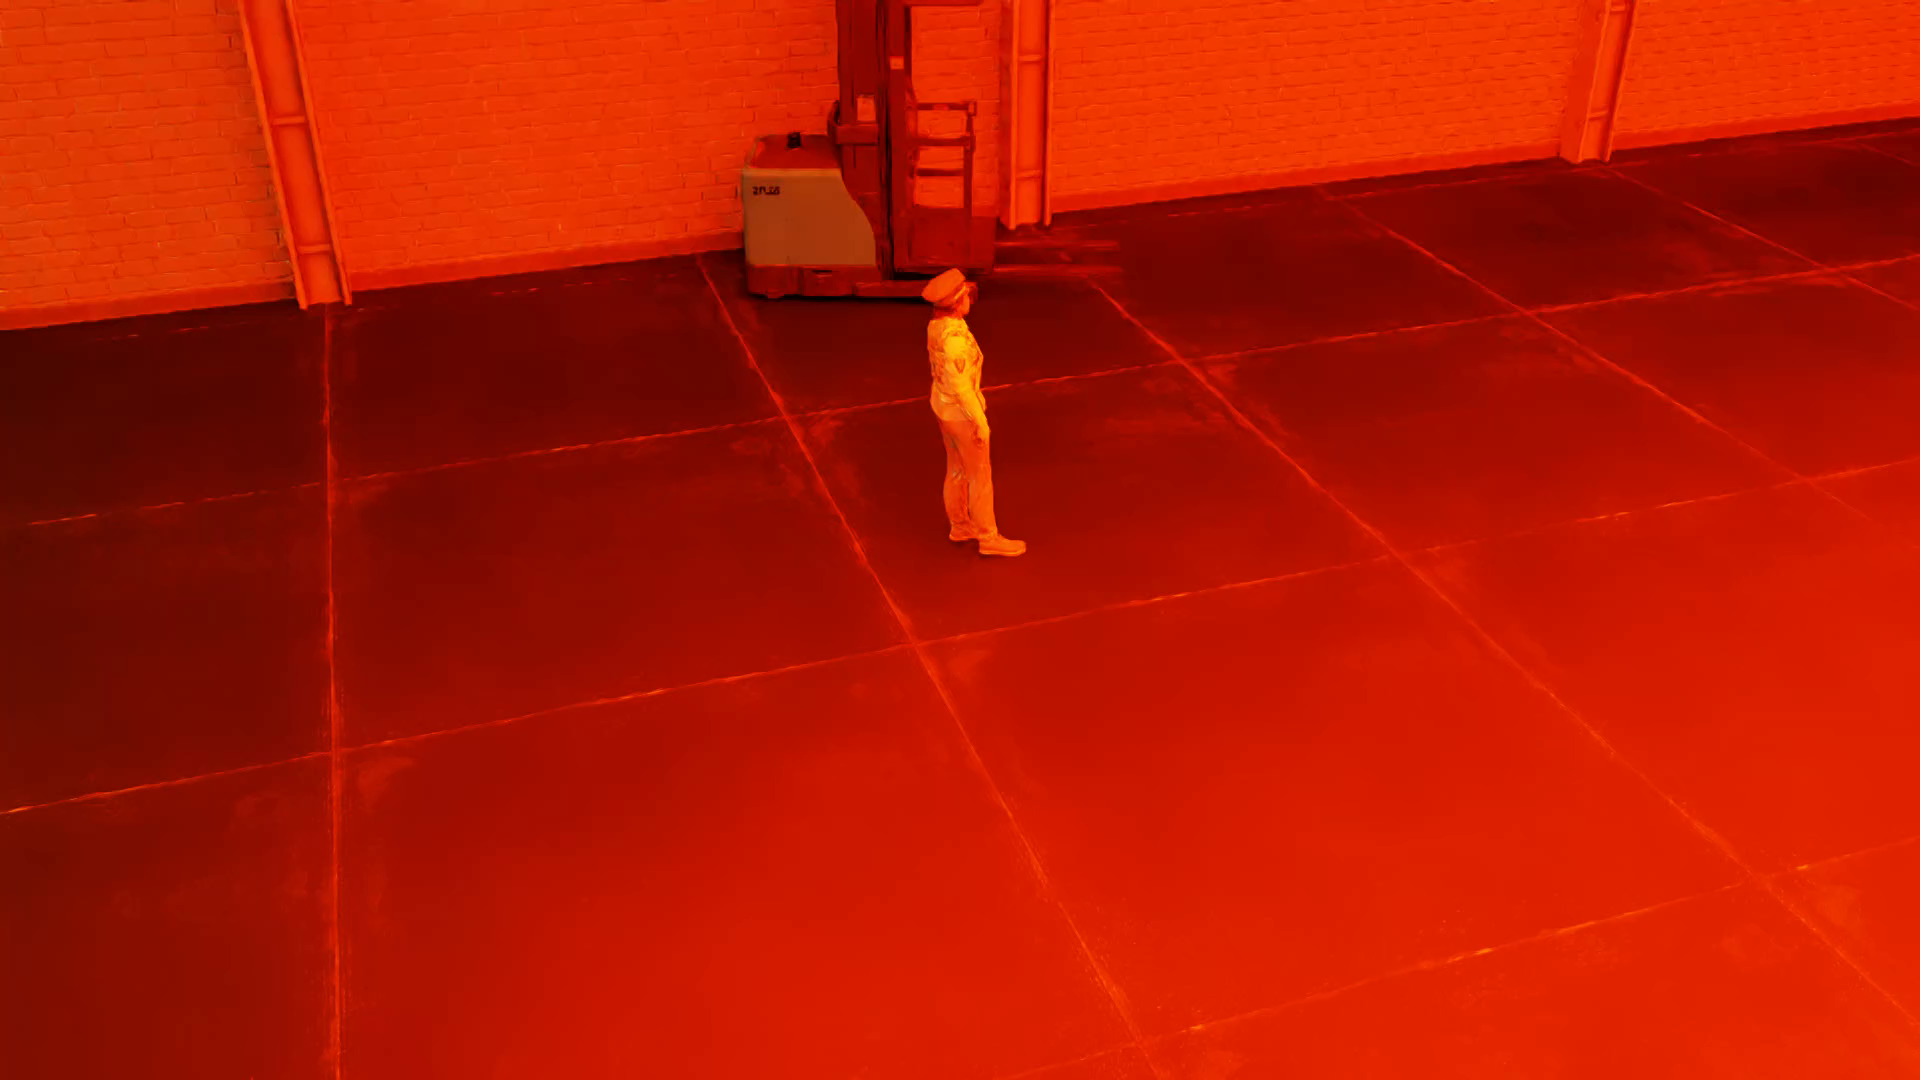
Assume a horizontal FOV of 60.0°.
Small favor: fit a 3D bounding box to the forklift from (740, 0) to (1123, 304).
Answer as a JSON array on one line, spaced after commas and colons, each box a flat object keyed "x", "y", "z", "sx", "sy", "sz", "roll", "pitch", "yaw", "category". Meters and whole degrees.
[{"x": -0.201, "y": -3.426, "z": 13.041, "sx": 3.031, "sy": 2.935, "sz": 1.130, "roll": 1, "pitch": 30, "yaw": 1, "category": "forklift"}]

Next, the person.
[{"x": 0.069, "y": -0.744, "z": 9.605, "sx": 0.532, "sy": 1.695, "sz": 0.568, "roll": -10, "pitch": 31, "yaw": -16, "category": "person"}]
